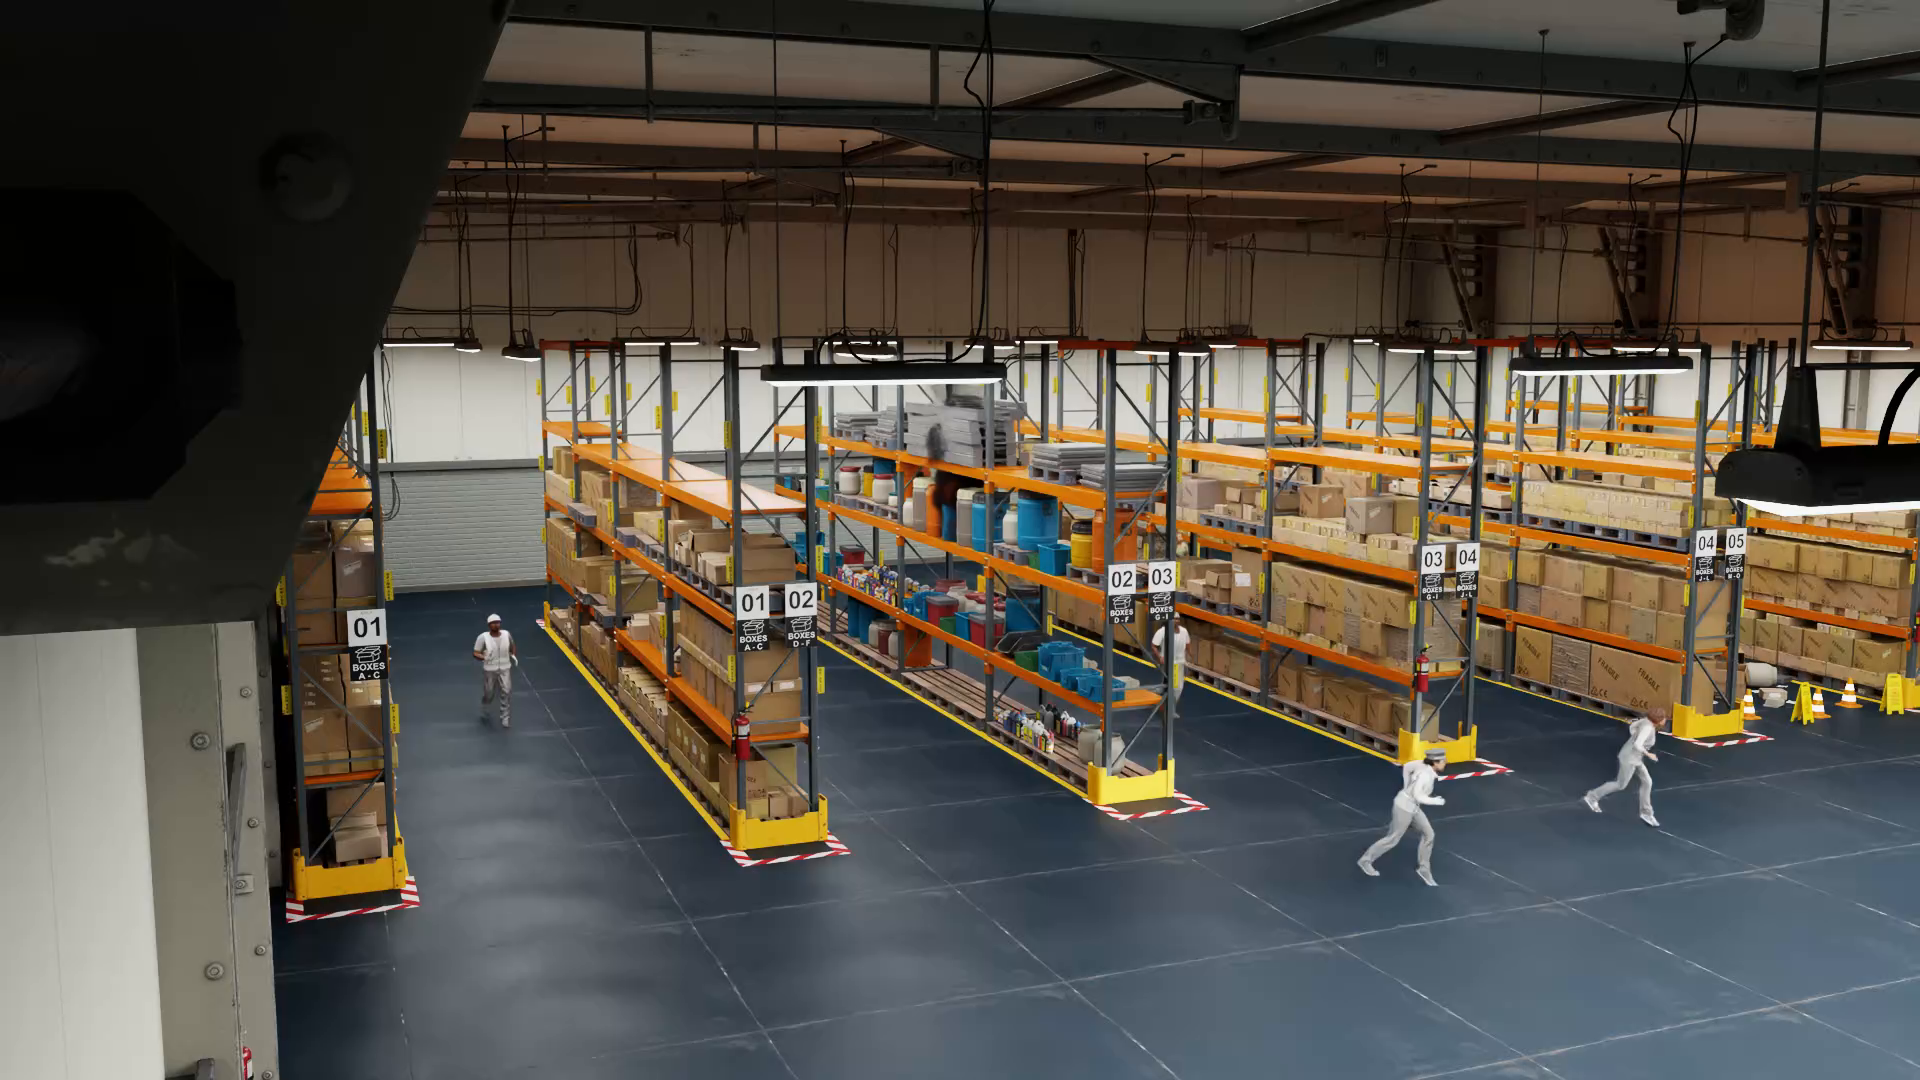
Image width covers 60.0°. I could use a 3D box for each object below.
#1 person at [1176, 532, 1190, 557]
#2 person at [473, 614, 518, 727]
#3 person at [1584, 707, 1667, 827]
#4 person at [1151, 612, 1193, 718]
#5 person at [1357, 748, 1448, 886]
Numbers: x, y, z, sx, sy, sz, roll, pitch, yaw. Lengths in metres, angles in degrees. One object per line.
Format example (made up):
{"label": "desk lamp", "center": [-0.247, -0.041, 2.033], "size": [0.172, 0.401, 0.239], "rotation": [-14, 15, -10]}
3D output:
{"label": "person", "center": [4.934, 0.639, 37.501], "size": [0.554, 1.660, 0.632], "rotation": [-2, 8, -15]}
{"label": "person", "center": [-7.328, 2.048, 26.292], "size": [0.701, 1.759, 0.892], "rotation": [-4, 9, -29]}
{"label": "person", "center": [8.466, 2.853, 21.179], "size": [0.920, 1.546, 0.576], "rotation": [3, 8, 20]}
{"label": "person", "center": [3.438, 1.993, 26.881], "size": [0.690, 1.734, 0.631], "rotation": [-3, 8, -24]}
{"label": "person", "center": [5.022, 3.131, 18.899], "size": [0.958, 1.622, 0.657], "rotation": [2, 8, 15]}
